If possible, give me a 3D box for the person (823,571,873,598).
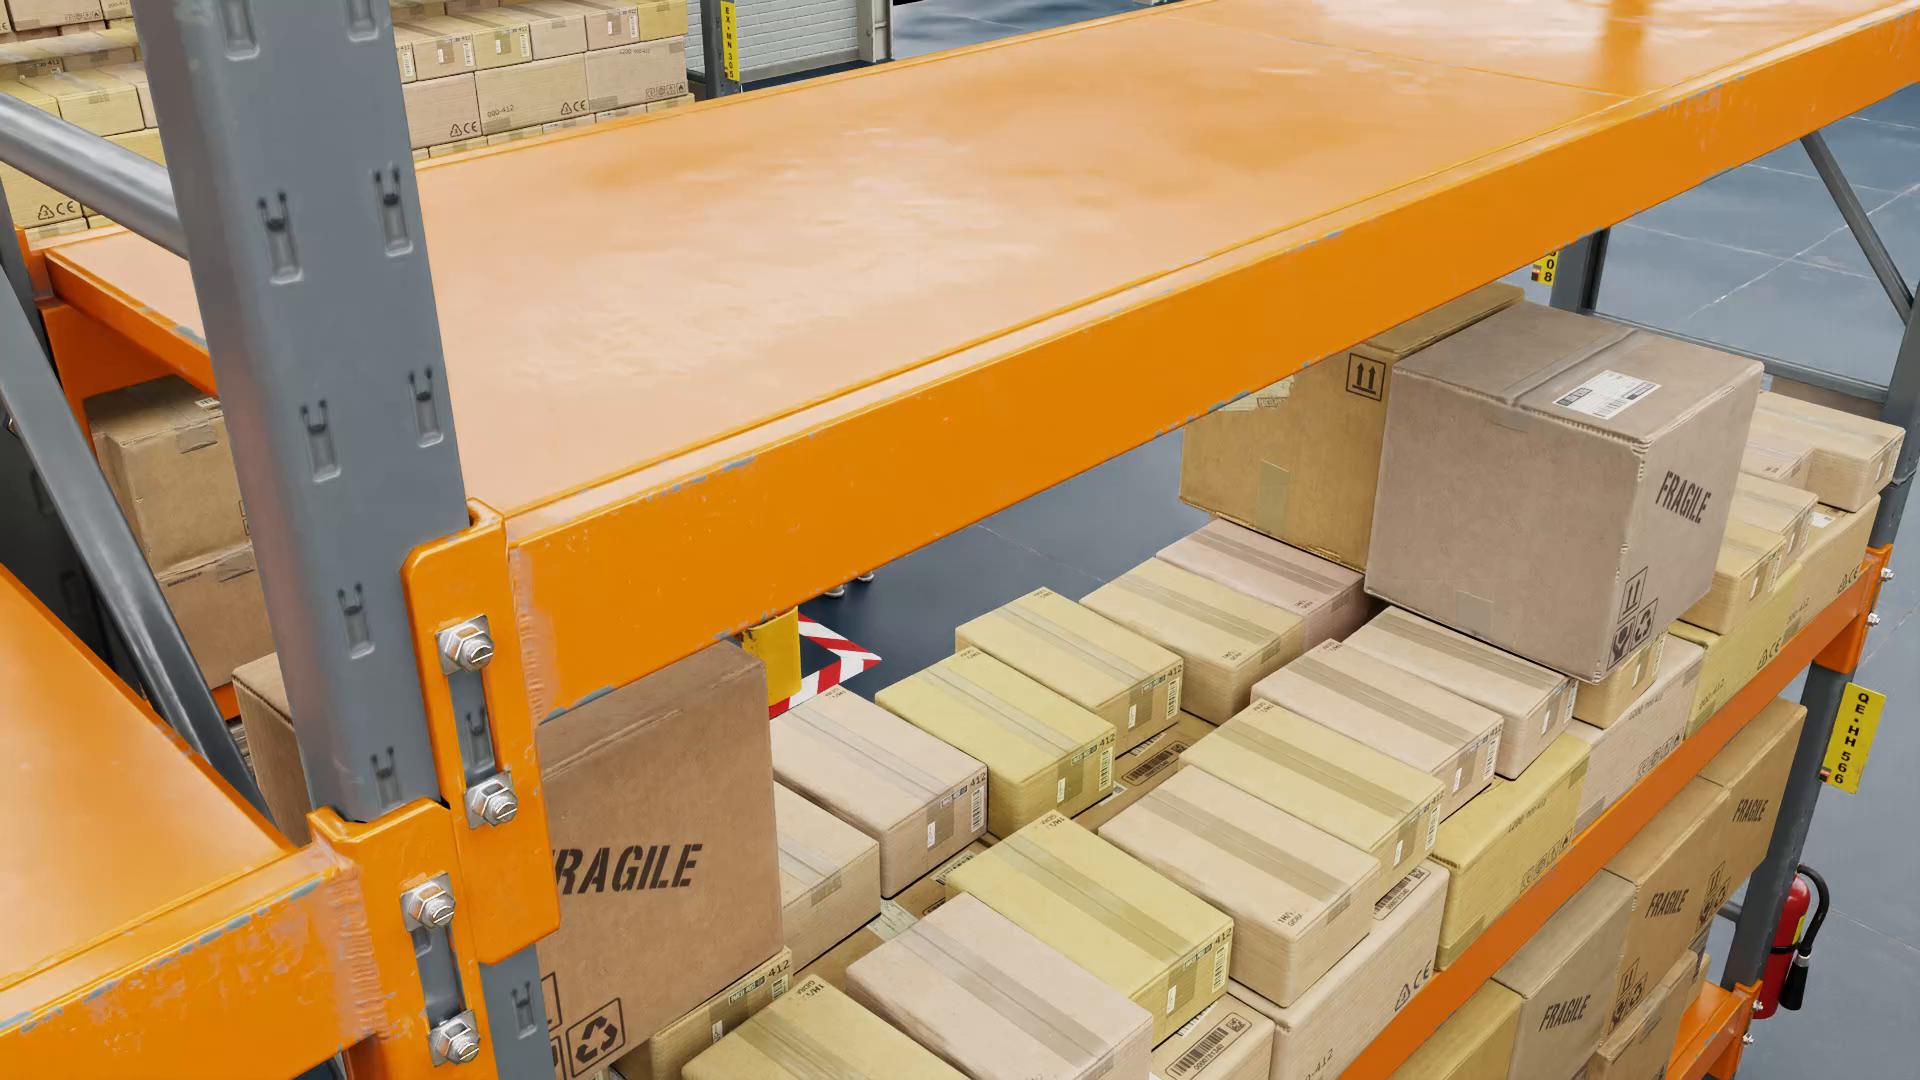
[{"bbox_3d":[-0.715,-0.464,9.493,0.375,1.663,0.526,25,37,38],"label":"person"}]
